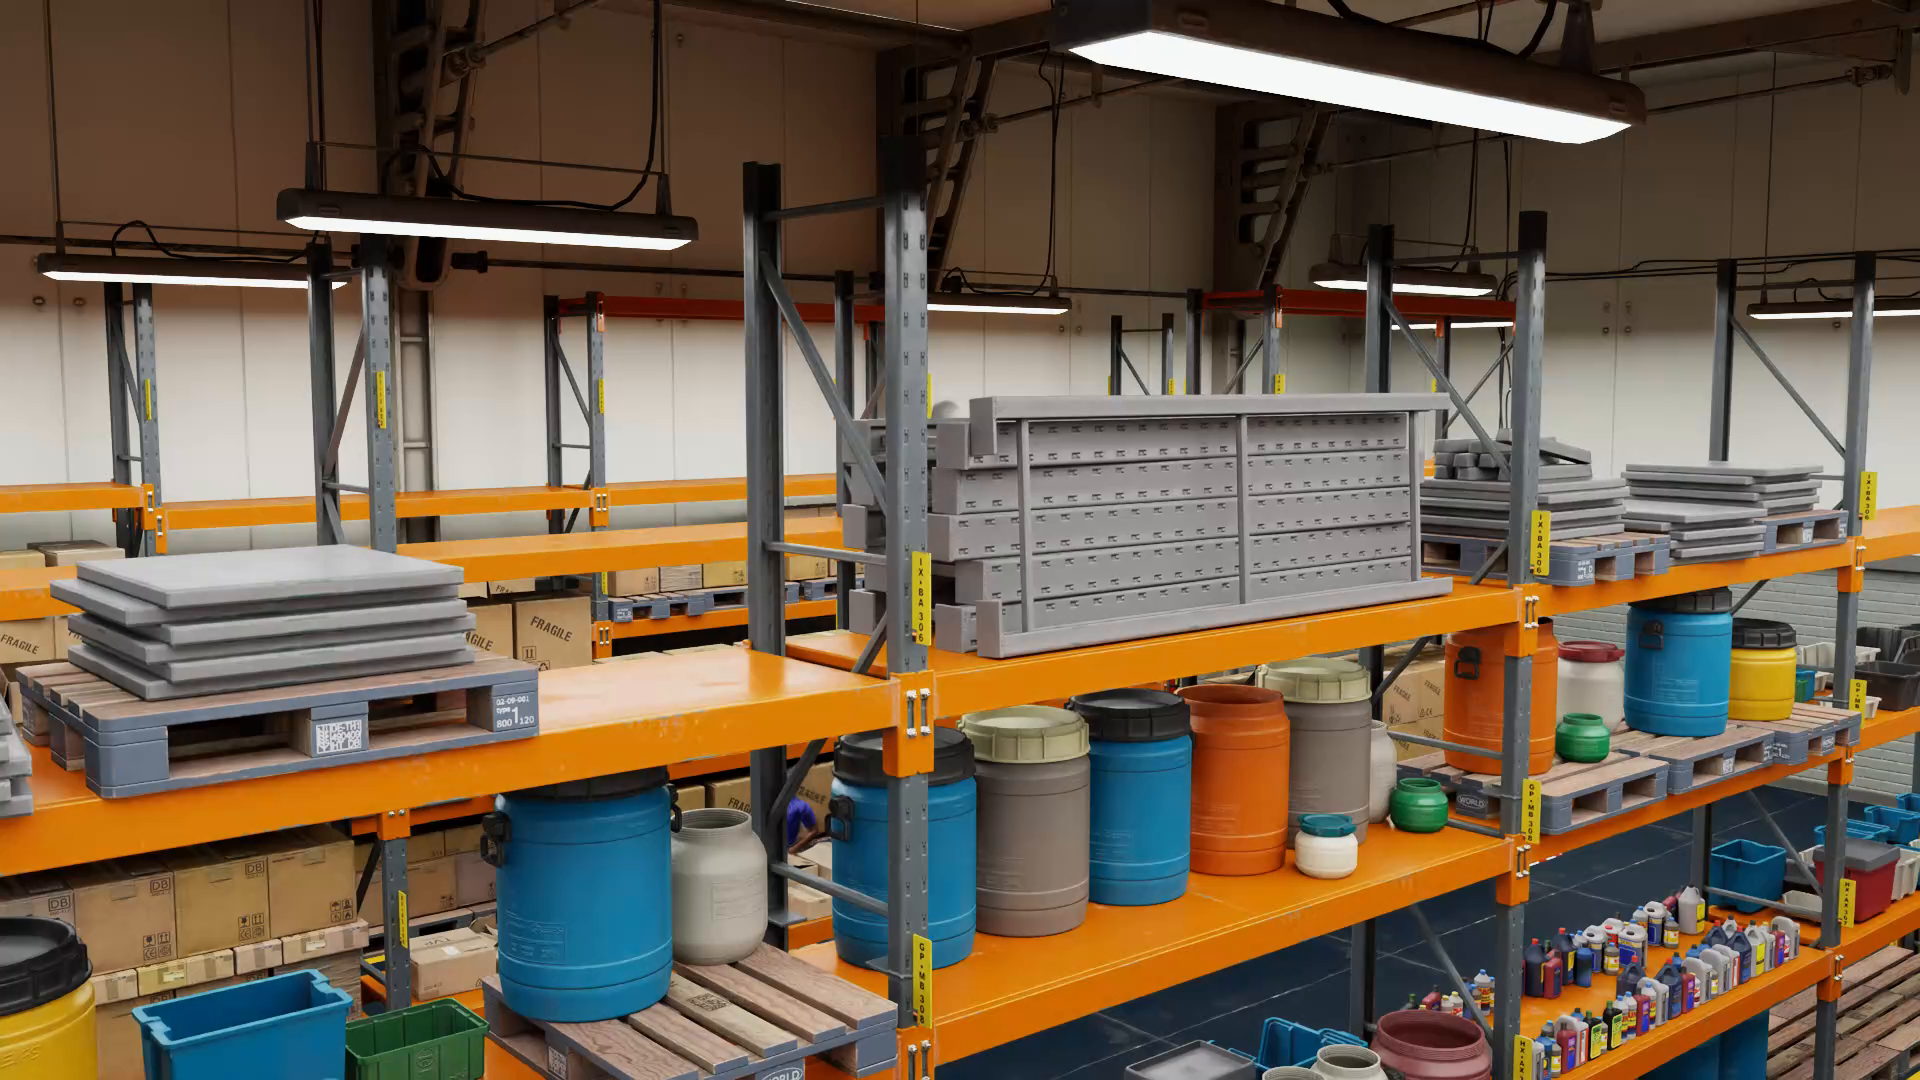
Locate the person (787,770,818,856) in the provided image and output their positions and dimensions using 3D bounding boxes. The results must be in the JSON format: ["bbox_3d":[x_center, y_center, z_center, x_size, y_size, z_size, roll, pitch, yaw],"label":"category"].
[{"bbox_3d":[-1.570,2.906,15.252,0.575,1.618,0.590,4,7,35],"label":"person"}]
